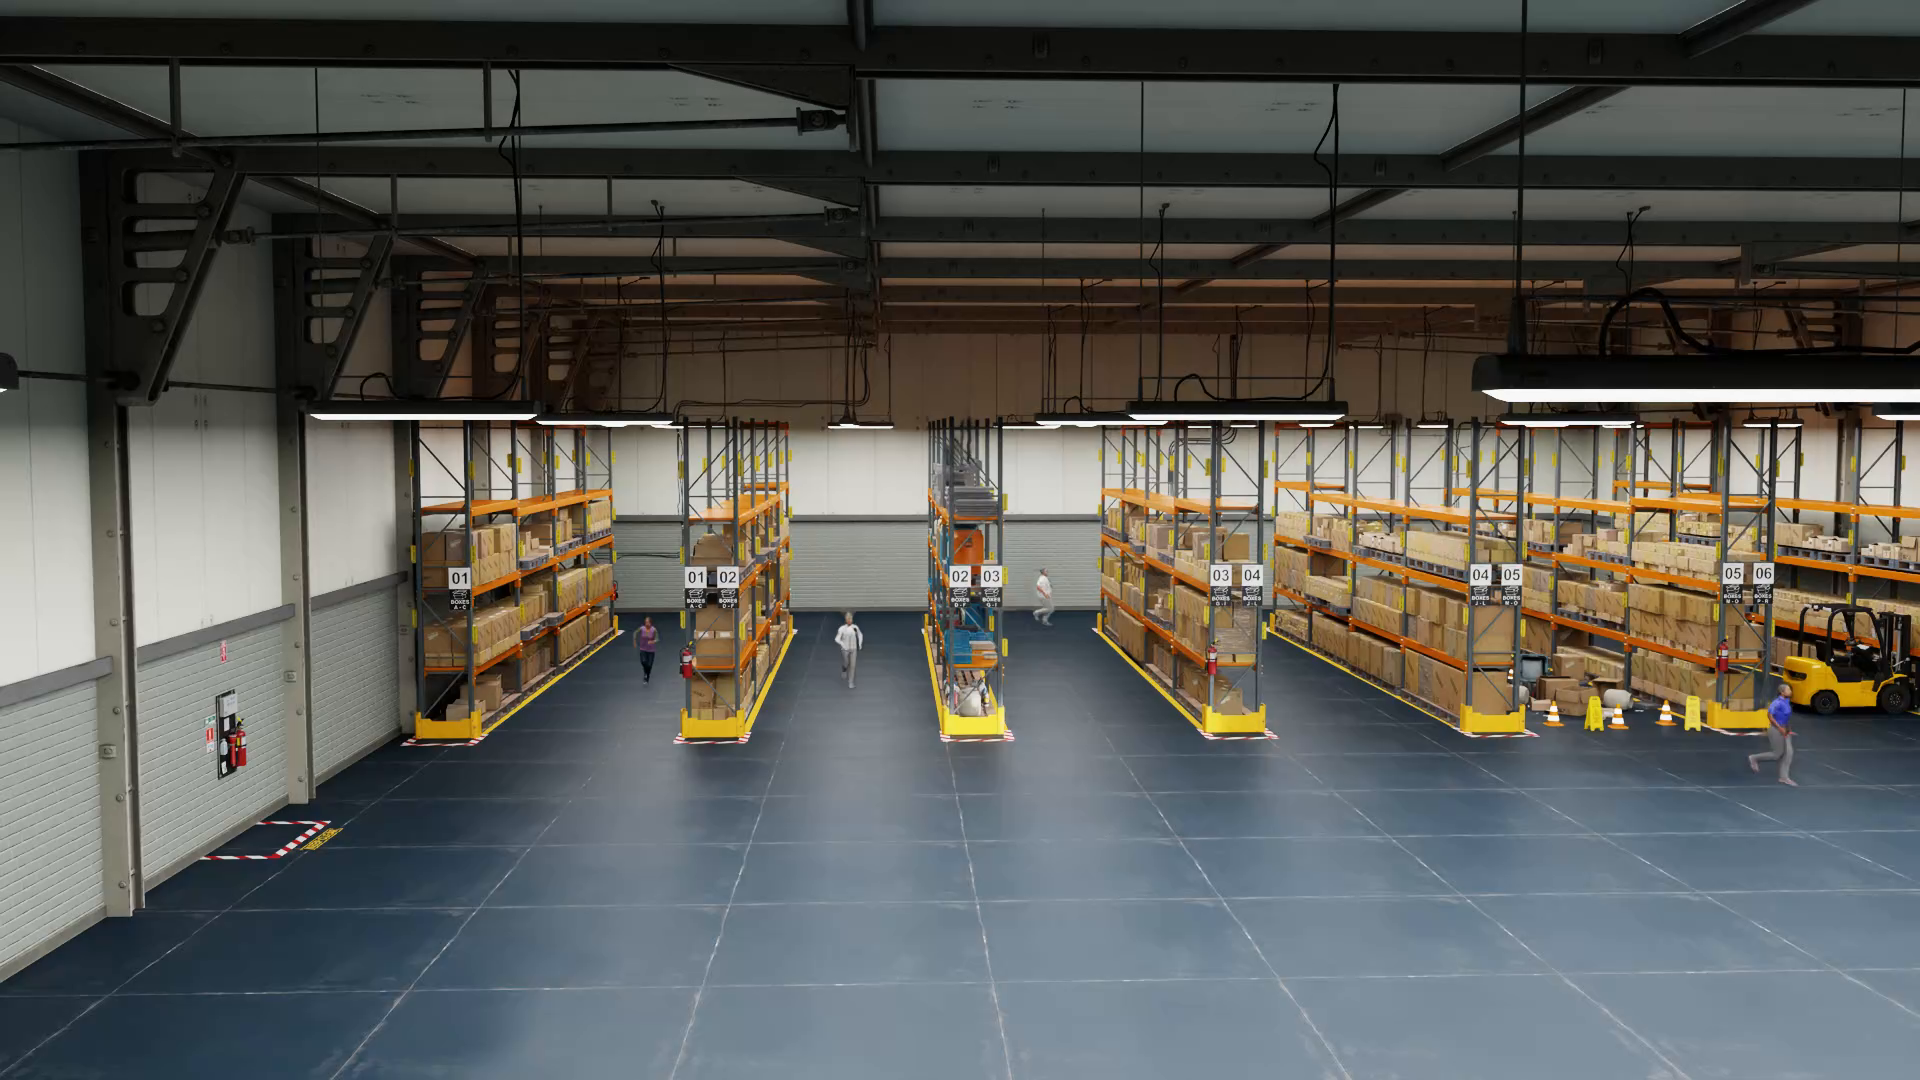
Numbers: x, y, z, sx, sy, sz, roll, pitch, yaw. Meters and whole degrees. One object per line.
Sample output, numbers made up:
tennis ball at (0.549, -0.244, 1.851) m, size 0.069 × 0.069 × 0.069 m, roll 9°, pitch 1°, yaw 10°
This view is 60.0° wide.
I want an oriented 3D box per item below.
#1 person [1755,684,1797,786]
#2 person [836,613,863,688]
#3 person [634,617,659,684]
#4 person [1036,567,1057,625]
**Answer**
person at (13.375, 3.156, 27.156) m, size 0.648 × 1.625 × 0.597 m, roll 4°, pitch 5°, yaw 44°
person at (-2.466, 2.466, 37.333) m, size 0.633 × 1.657 × 0.773 m, roll -1°, pitch 4°, yaw -12°
person at (-7.038, 2.499, 37.302) m, size 0.565 × 1.536 × 0.726 m, roll -1°, pitch 4°, yaw -8°
person at (2.555, 1.658, 49.165) m, size 0.595 × 1.742 × 0.671 m, roll 1°, pitch 4°, yaw 11°
